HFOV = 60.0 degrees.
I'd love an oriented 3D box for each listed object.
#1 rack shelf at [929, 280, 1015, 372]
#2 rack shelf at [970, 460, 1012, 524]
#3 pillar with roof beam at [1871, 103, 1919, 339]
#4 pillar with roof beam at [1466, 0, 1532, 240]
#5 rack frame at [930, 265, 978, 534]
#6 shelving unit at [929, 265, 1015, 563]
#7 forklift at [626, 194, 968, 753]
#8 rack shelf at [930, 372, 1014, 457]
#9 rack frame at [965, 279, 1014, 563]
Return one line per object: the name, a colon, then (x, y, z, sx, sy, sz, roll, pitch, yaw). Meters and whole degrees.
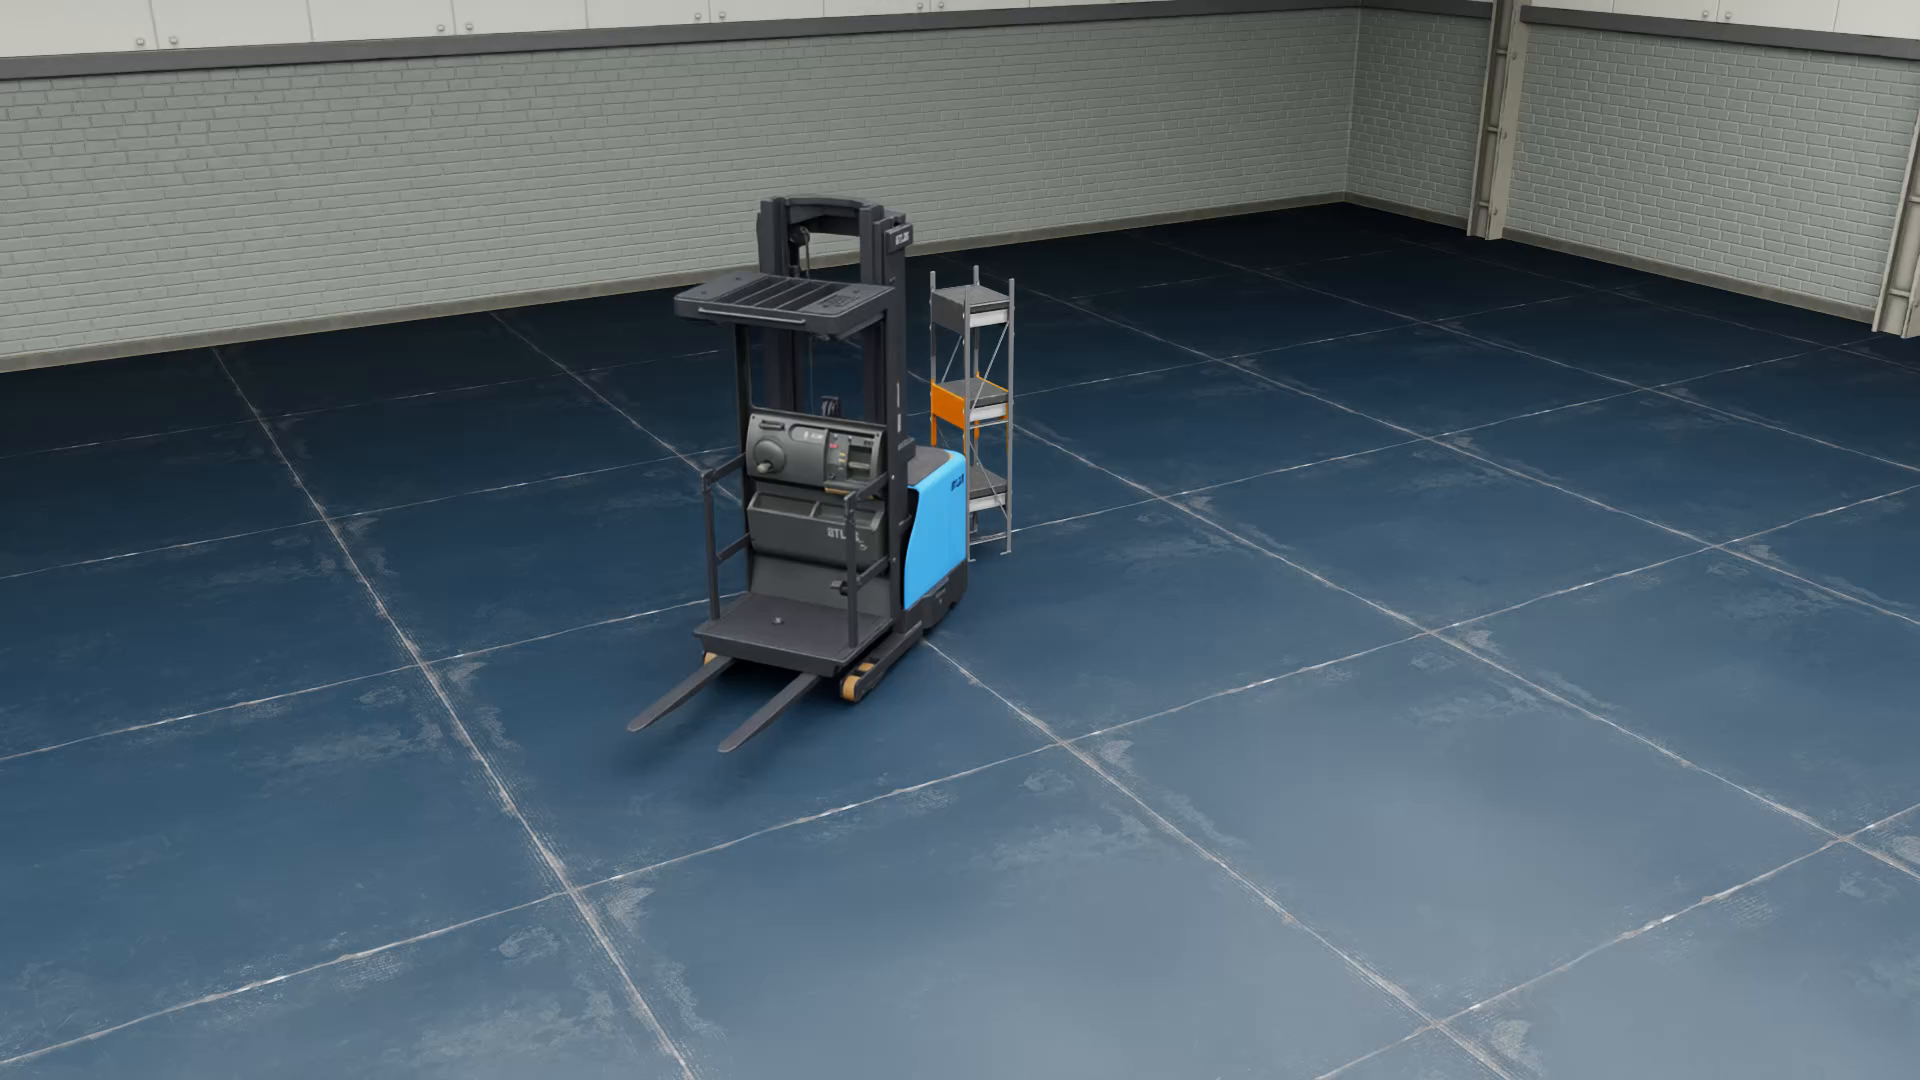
rack shelf: (0.085, -1.555, 12.026, 0.431, 0.518, 0.480, -13, 25, -28)
rack shelf: (0.085, -0.258, 12.553, 0.431, 0.518, 0.480, -13, 25, -28)
pillar with roof beam: (6.701, -5.644, 14.746, 9.100, 9.000, 0.400, -13, 25, -28)
pillar with roof beam: (3.637, -7.586, 19.524, 9.100, 9.000, 0.400, -13, 25, -28)
rack frame: (-0.040, -0.998, 12.479, 0.400, 2.100, 0.015, -13, 25, -28)
shelving unit: (0.085, -0.919, 12.284, 0.431, 2.100, 0.503, -13, 25, -28)
forklift: (-1.002, -0.534, 10.234, 1.130, 2.935, 3.031, 9, 24, 22)
rack shelf: (0.085, -0.906, 12.289, 0.431, 0.518, 0.480, -13, 25, -28)
rack frame: (0.209, -0.840, 12.090, 0.400, 2.100, 0.015, -13, 25, -28)
